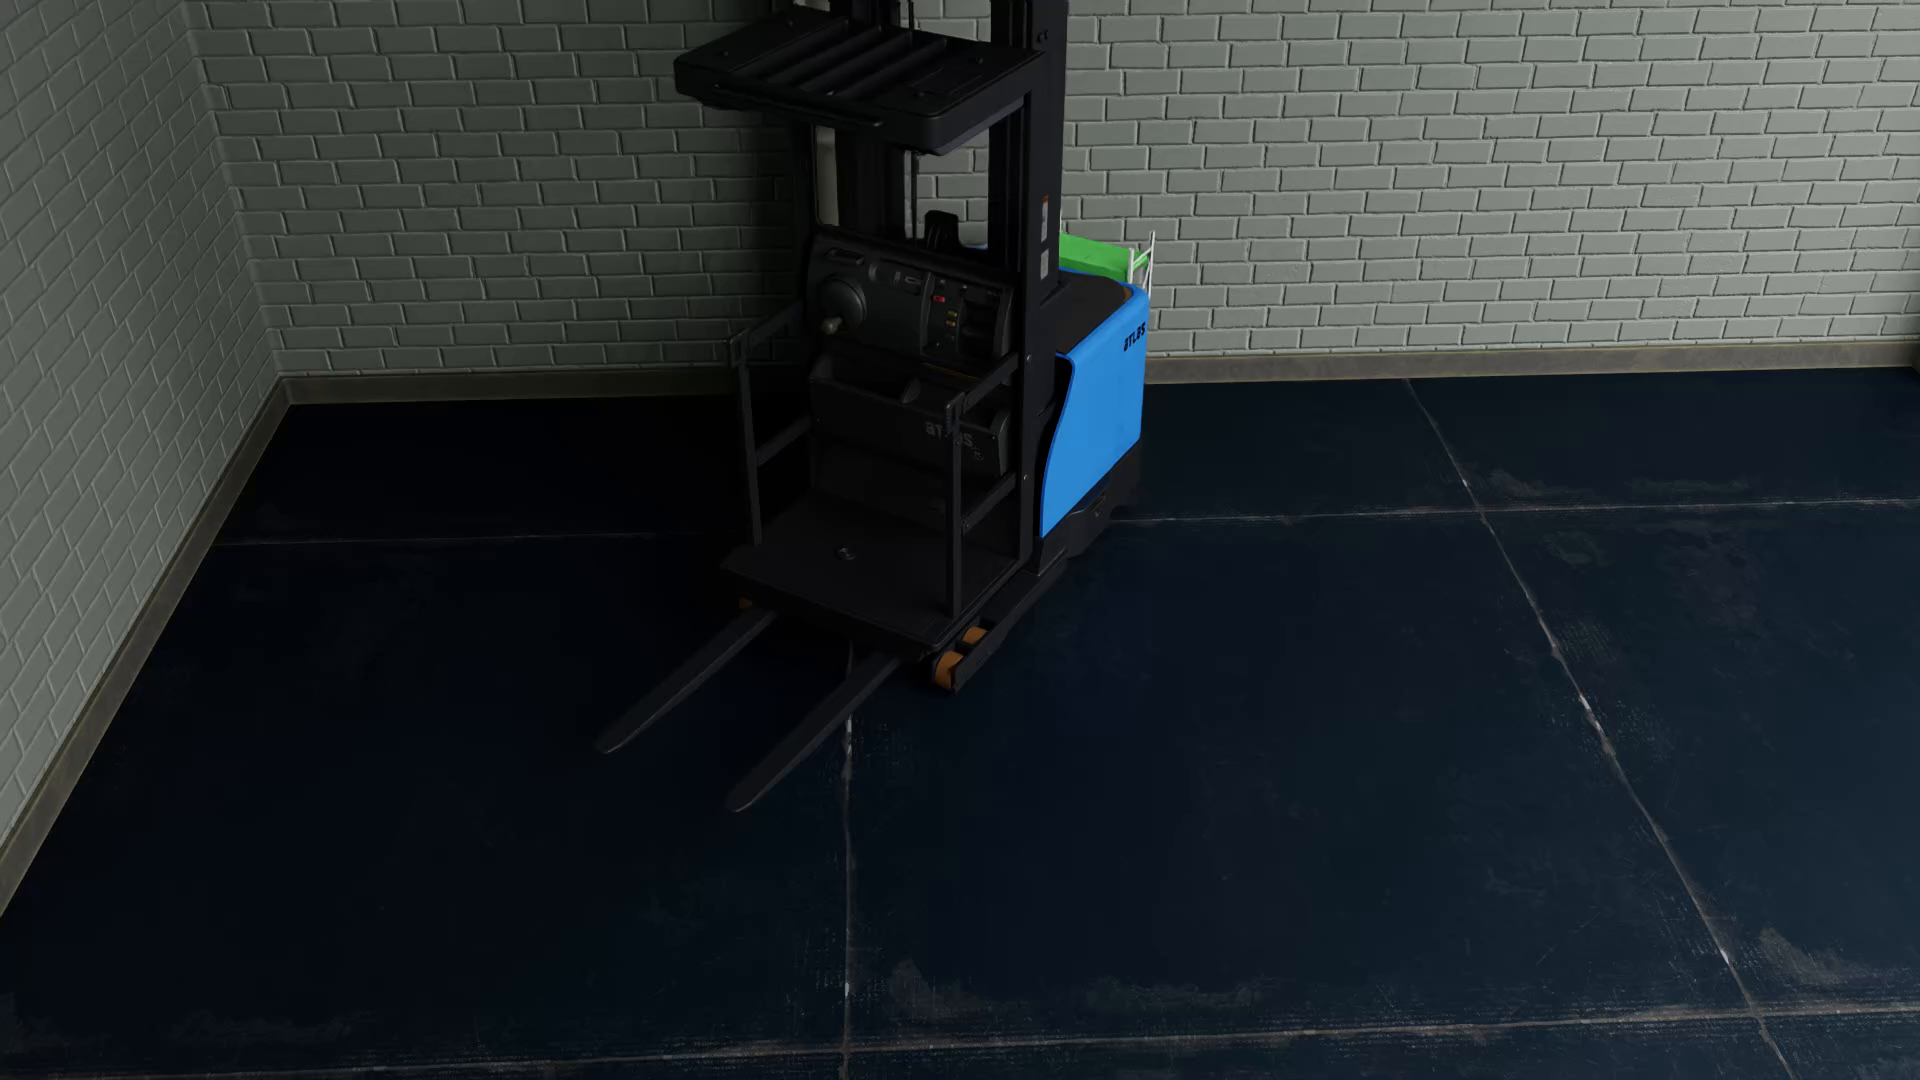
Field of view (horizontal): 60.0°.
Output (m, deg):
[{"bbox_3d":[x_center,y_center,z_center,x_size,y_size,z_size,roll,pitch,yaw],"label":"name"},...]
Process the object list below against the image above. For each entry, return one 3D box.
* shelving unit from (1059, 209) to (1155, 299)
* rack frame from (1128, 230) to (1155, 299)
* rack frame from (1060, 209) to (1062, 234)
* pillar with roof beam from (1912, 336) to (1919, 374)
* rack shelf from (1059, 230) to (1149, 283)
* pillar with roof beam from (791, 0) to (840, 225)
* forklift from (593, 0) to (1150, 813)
[{"bbox_3d":[0.626,-0.954,8.074,0.503,1.200,0.258,19,39,25],"label":"shelving unit"},{"bbox_3d":[0.835,-0.883,7.971,0.015,1.200,0.240,19,39,25],"label":"rack frame"},{"bbox_3d":[0.416,-1.025,8.177,0.015,1.200,0.240,19,39,25],"label":"rack frame"},{"bbox_3d":[5.633,-2.145,2.942,0.400,9.000,9.100,-2,35,-2],"label":"pillar with roof beam"},{"bbox_3d":[0.626,-1.296,7.838,0.480,0.148,0.258,19,39,25],"label":"rack shelf"},{"bbox_3d":[-0.360,-1.984,2.709,0.400,9.000,9.100,-2,35,-2],"label":"pillar with roof beam"},{"bbox_3d":[-0.314,-0.883,6.451,1.130,2.935,3.031,19,39,25],"label":"forklift"}]
